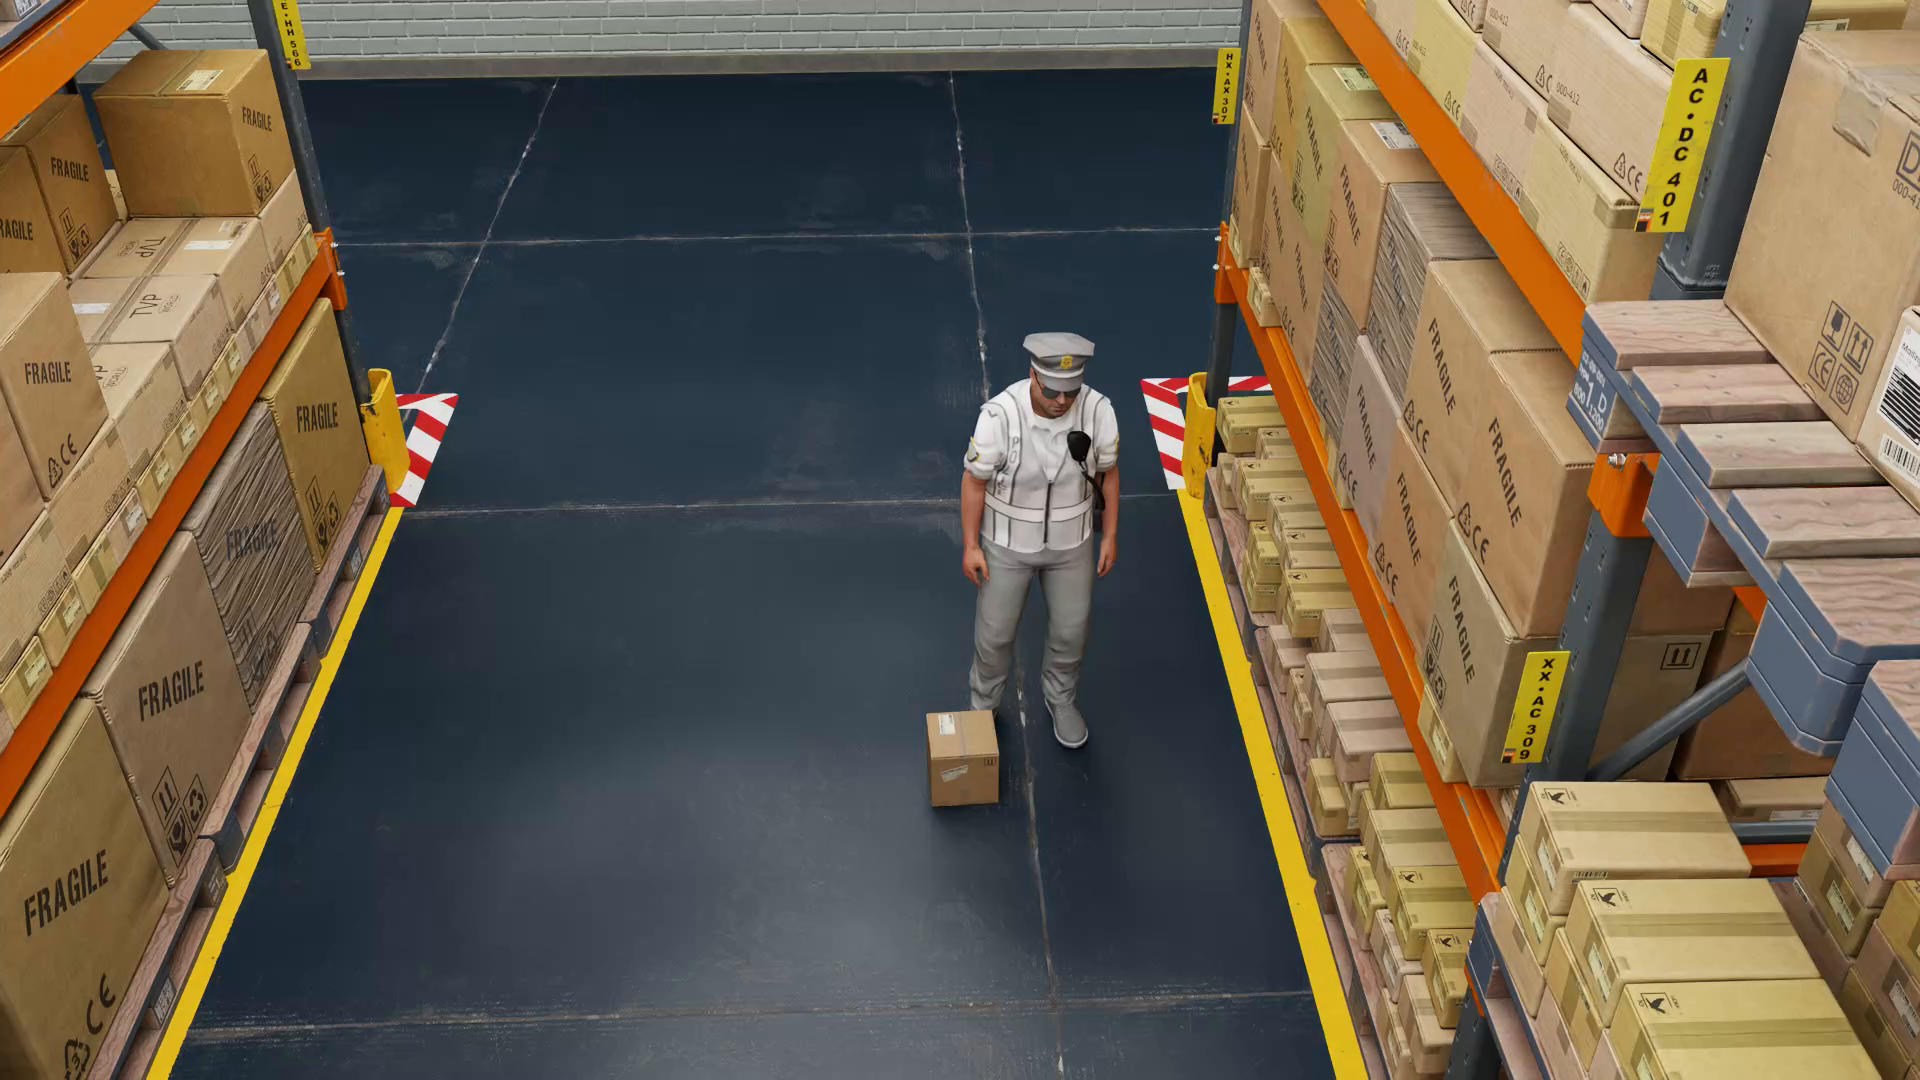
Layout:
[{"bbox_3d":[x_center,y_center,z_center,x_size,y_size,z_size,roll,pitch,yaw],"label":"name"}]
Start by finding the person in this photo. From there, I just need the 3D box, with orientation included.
[{"bbox_3d":[0.287,-0.006,6.148,0.607,1.747,0.439,-4,35,-6],"label":"person"}]
